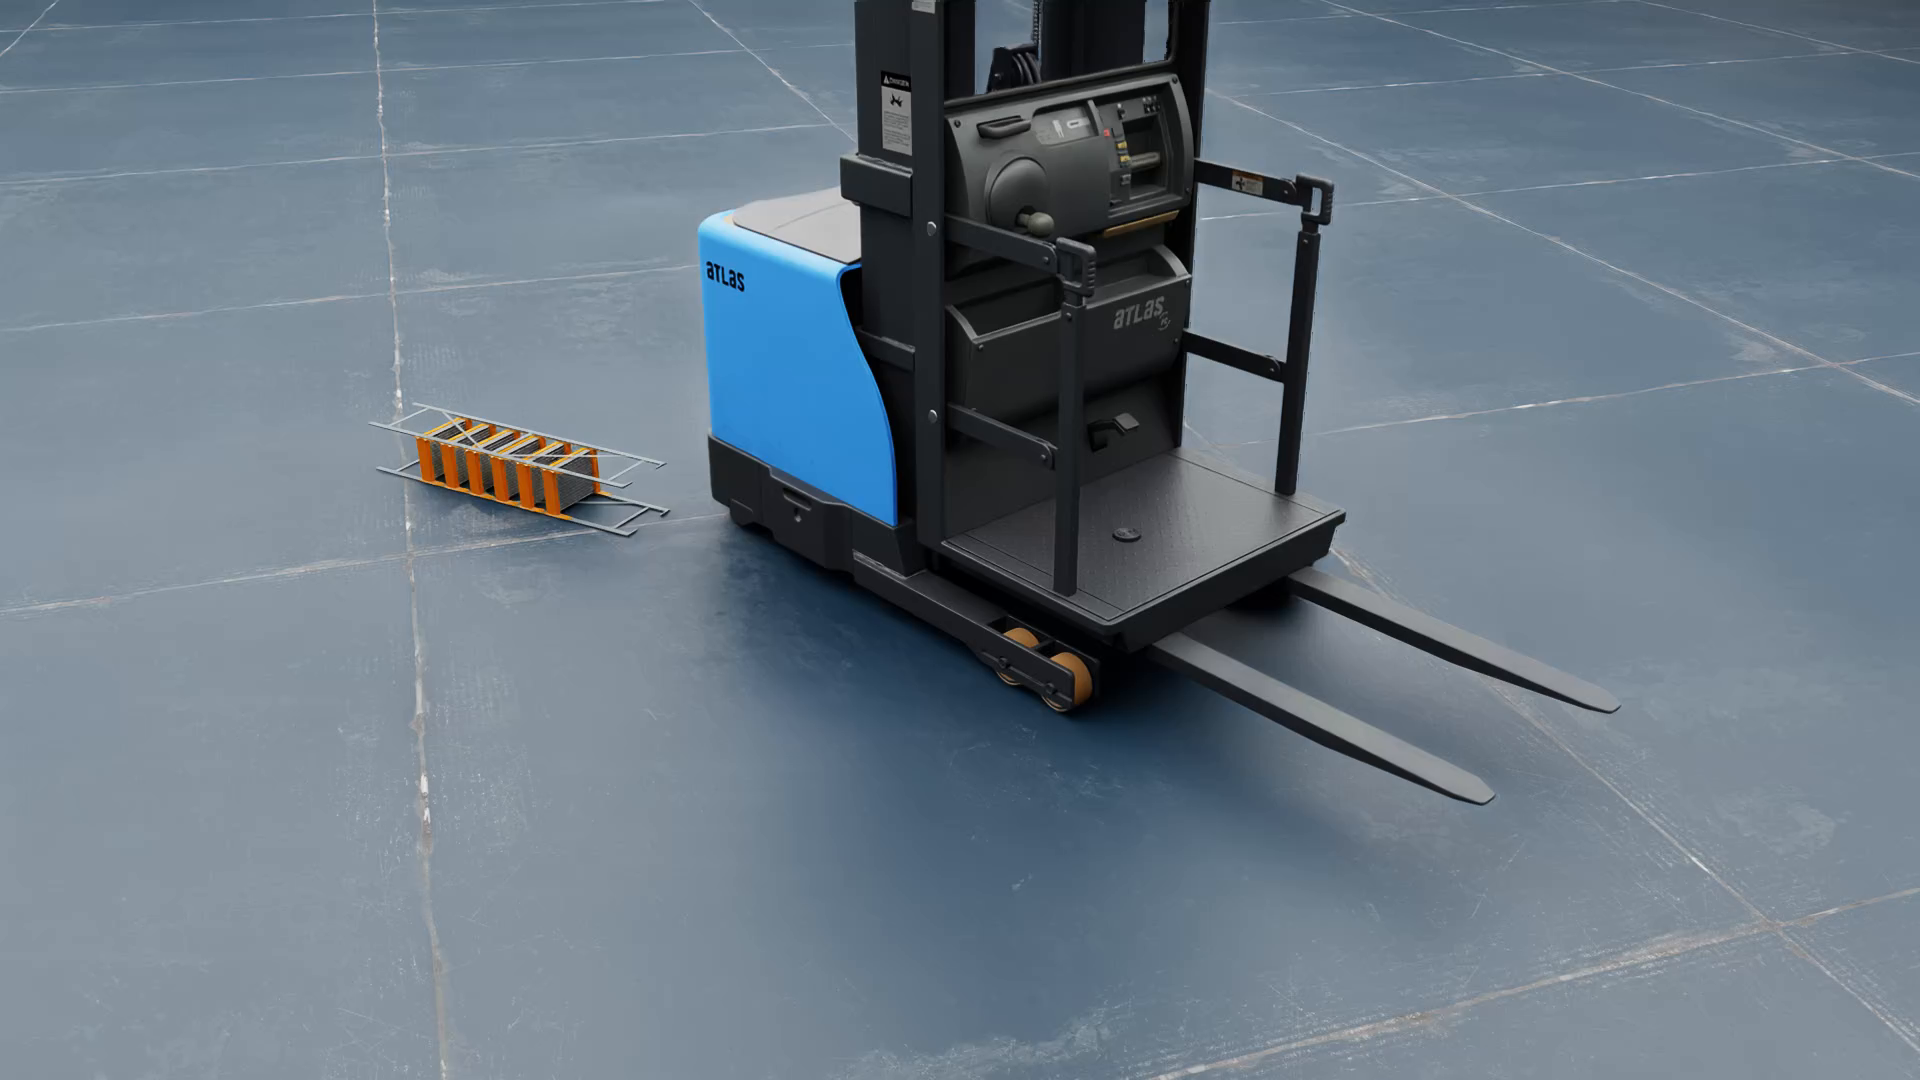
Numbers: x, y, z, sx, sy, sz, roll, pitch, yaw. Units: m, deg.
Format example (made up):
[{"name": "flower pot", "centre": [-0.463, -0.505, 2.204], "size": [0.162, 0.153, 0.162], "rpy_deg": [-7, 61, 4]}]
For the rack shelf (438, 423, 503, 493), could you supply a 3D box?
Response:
[{"name": "rack shelf", "centre": [-1.794, -0.311, 6.160], "size": [0.103, 0.180, 0.258], "rpy_deg": [14, 29, 25]}]

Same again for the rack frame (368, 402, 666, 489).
[{"name": "rack frame", "centre": [-1.622, -0.352, 6.035], "size": [1.200, 0.006, 0.240], "rpy_deg": [14, 29, 25]}]

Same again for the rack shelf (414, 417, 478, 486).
[{"name": "rack shelf", "centre": [-1.900, -0.337, 6.211], "size": [0.103, 0.180, 0.258], "rpy_deg": [14, 29, 25]}]

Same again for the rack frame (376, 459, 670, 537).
[{"name": "rack frame", "centre": [-1.622, -0.188, 6.117], "size": [1.200, 0.006, 0.240], "rpy_deg": [14, 29, 25]}]

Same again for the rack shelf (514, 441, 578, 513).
[{"name": "rack shelf", "centre": [-1.478, -0.235, 6.006], "size": [0.103, 0.180, 0.258], "rpy_deg": [14, 29, 25]}]

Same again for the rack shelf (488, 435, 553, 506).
[{"name": "rack shelf", "centre": [-1.583, -0.260, 6.057], "size": [0.103, 0.180, 0.258], "rpy_deg": [14, 29, 25]}]

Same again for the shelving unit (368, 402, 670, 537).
[{"name": "shelving unit", "centre": [-1.622, -0.270, 6.076], "size": [1.200, 0.189, 0.258], "rpy_deg": [14, 29, 25]}]

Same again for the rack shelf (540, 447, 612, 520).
[{"name": "rack shelf", "centre": [-1.373, -0.209, 5.954], "size": [0.103, 0.180, 0.258], "rpy_deg": [14, 29, 25]}]

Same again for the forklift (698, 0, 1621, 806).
[{"name": "forklift", "centre": [0.479, -1.079, 4.627], "size": [1.130, 2.935, 3.031], "rpy_deg": [-22, 34, -37]}]

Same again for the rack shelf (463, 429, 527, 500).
[{"name": "rack shelf", "centre": [-1.689, -0.286, 6.108], "size": [0.103, 0.180, 0.258], "rpy_deg": [14, 29, 25]}]
